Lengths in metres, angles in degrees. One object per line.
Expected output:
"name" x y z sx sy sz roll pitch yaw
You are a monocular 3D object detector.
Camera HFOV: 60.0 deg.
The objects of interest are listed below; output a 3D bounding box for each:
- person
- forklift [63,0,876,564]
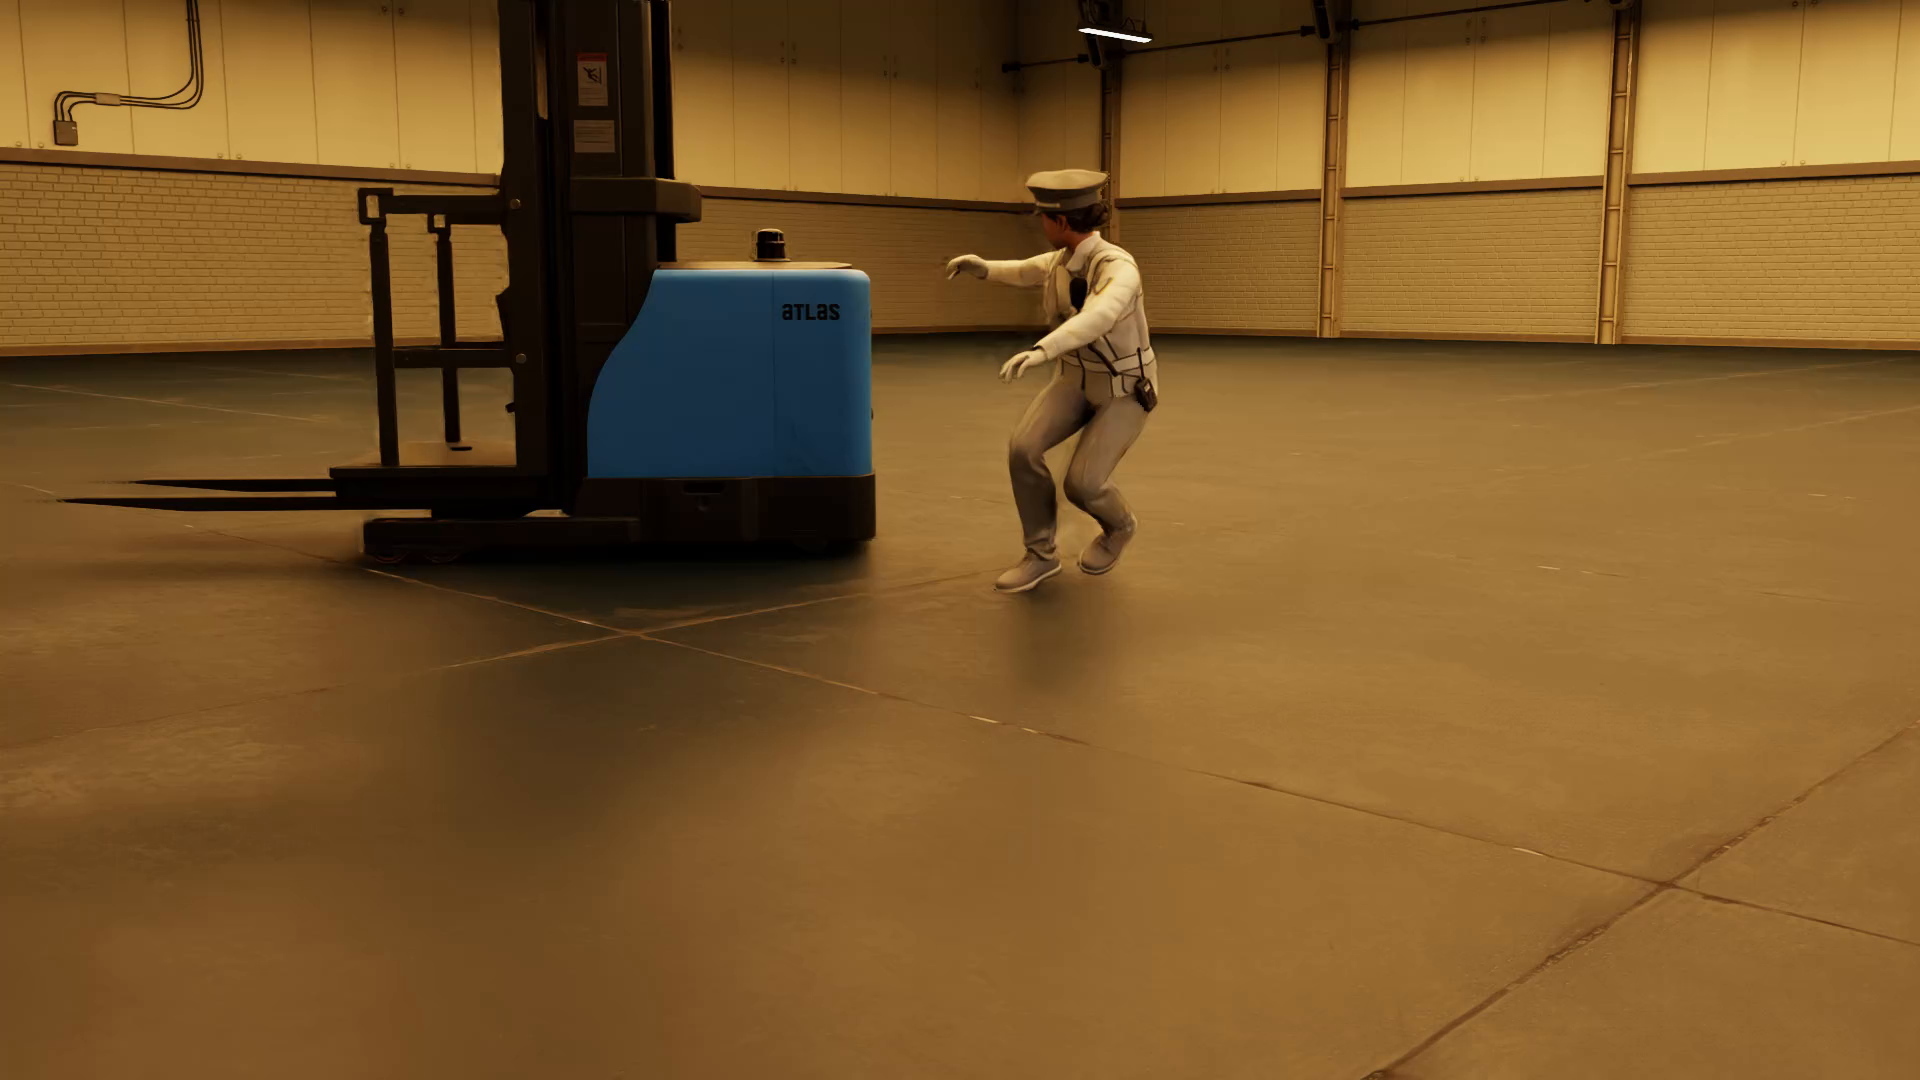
"person" 0.263 -0.515 5.493 0.708 1.401 0.945 7 11 39
"forklift" -1.862 -1.442 6.450 3.031 2.935 1.130 -1 9 -4
